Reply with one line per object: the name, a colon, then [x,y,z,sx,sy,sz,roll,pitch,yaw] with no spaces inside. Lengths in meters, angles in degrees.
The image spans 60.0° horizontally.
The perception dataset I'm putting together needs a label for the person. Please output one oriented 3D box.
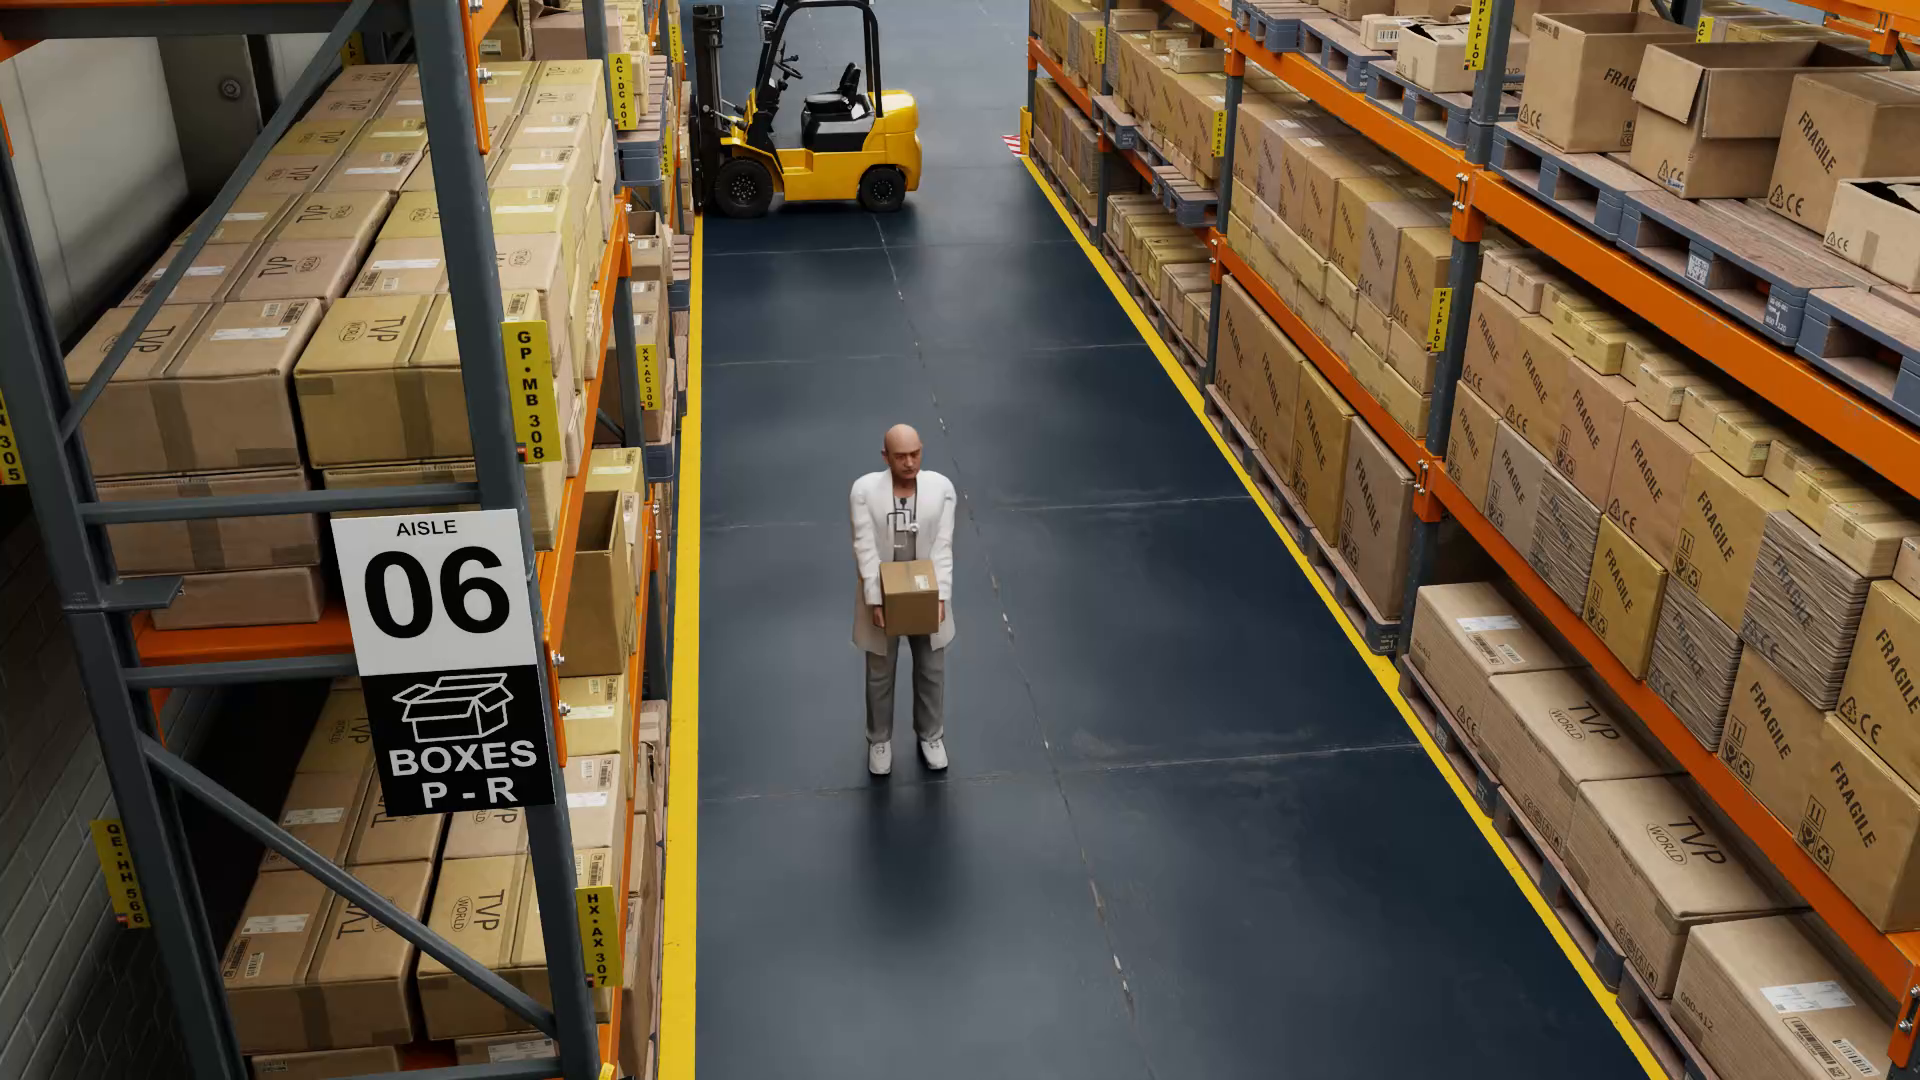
person: [-0.259,0.340,7.981,0.525,1.764,0.554,-4,27,-7]
